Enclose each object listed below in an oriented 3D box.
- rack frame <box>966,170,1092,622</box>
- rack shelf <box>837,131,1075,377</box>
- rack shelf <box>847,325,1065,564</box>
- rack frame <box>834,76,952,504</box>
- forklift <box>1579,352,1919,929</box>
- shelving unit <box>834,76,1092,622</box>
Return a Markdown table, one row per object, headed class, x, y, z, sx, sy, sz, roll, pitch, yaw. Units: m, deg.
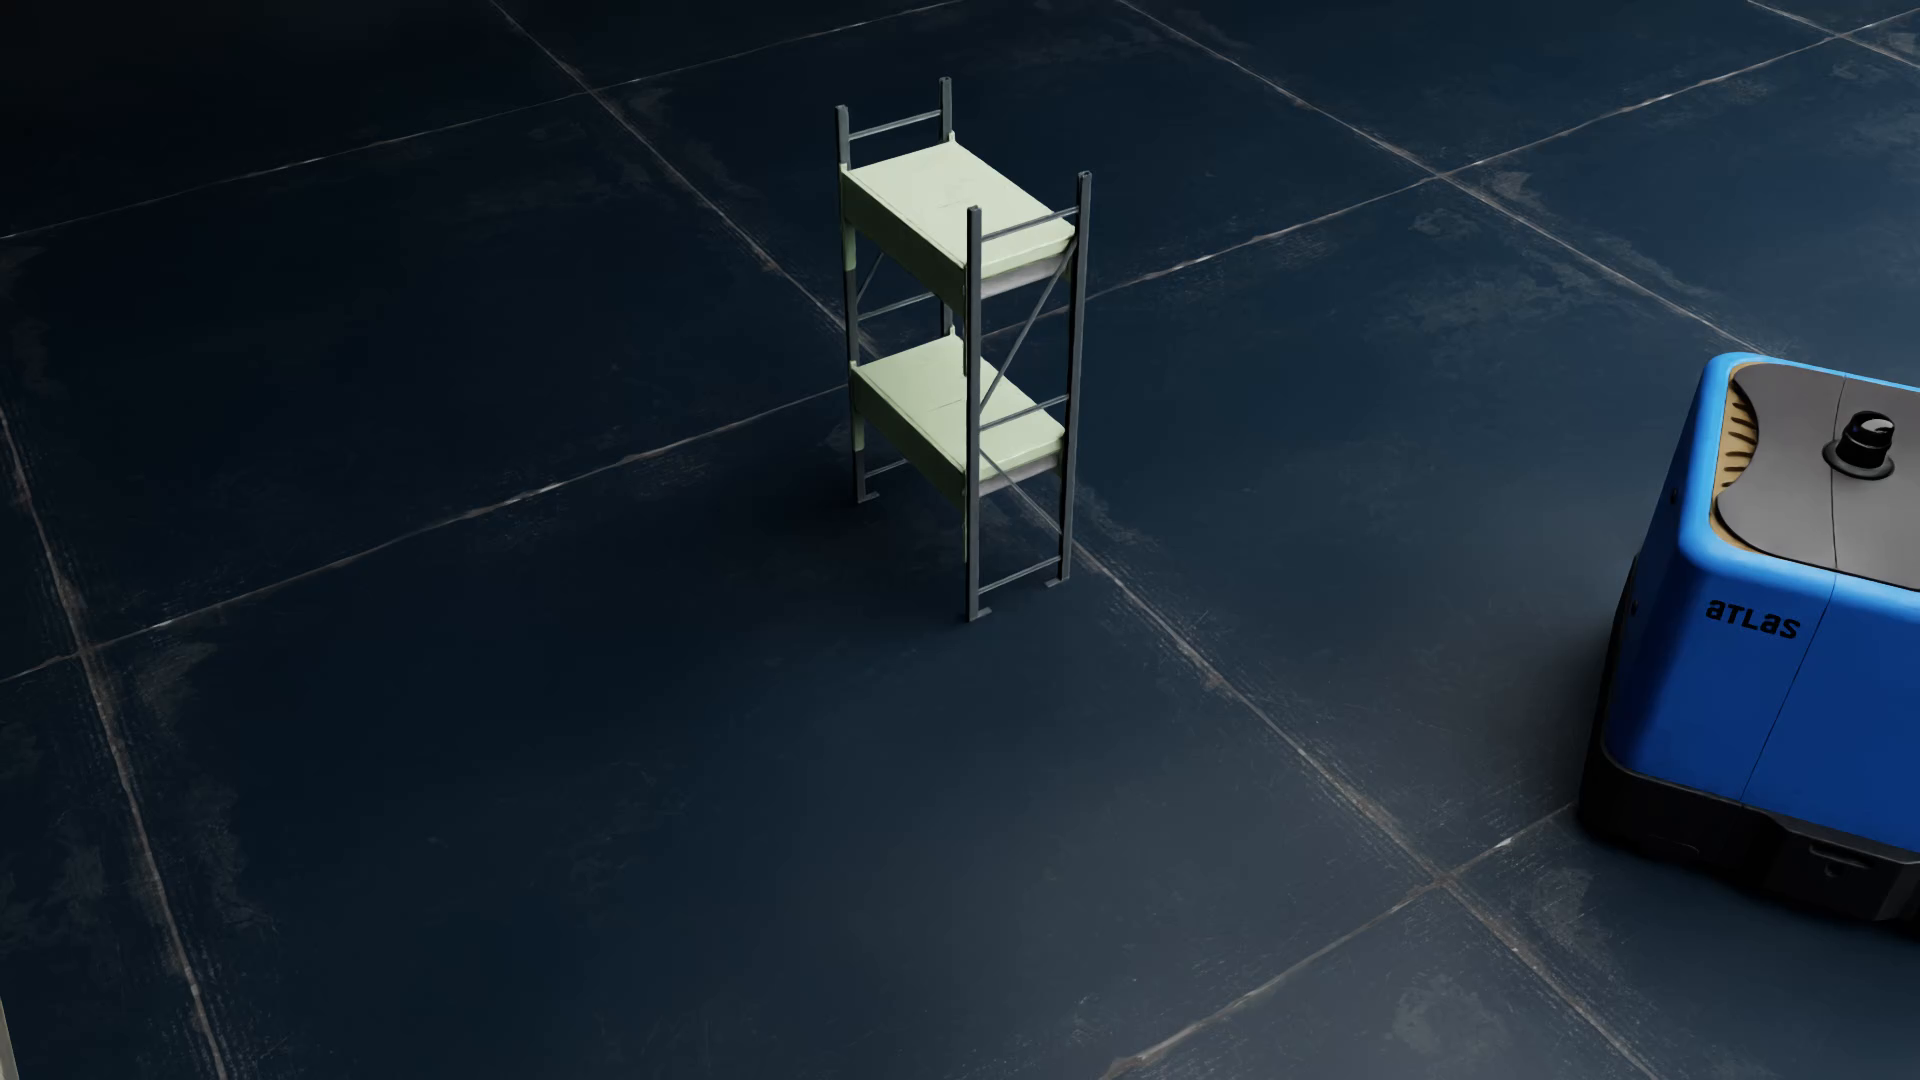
| class | x | y | z | sx | sy | sz | roll | pitch | yaw |
| --- | --- | --- | --- | --- | --- | --- | --- | --- | --- |
| rack frame | 0.193 | -0.382 | 5.037 | 0.400 | 1.500 | 0.023 | -22 | 45 | -24 |
| rack shelf | -0.004 | -0.880 | 5.024 | 0.431 | 0.370 | 0.720 | -22 | 45 | -24 |
| rack shelf | -0.004 | -0.329 | 5.483 | 0.431 | 0.370 | 0.720 | -22 | 45 | -24 |
| rack frame | -0.200 | -0.777 | 5.511 | 0.400 | 1.500 | 0.023 | -22 | 45 | -24 |
| forklift | 3.327 | -0.196 | 3.696 | 3.031 | 2.935 | 1.130 | 16 | 42 | 18 |
| shelving unit | -0.004 | -0.580 | 5.274 | 0.431 | 1.500 | 0.755 | -22 | 45 | -24 |
